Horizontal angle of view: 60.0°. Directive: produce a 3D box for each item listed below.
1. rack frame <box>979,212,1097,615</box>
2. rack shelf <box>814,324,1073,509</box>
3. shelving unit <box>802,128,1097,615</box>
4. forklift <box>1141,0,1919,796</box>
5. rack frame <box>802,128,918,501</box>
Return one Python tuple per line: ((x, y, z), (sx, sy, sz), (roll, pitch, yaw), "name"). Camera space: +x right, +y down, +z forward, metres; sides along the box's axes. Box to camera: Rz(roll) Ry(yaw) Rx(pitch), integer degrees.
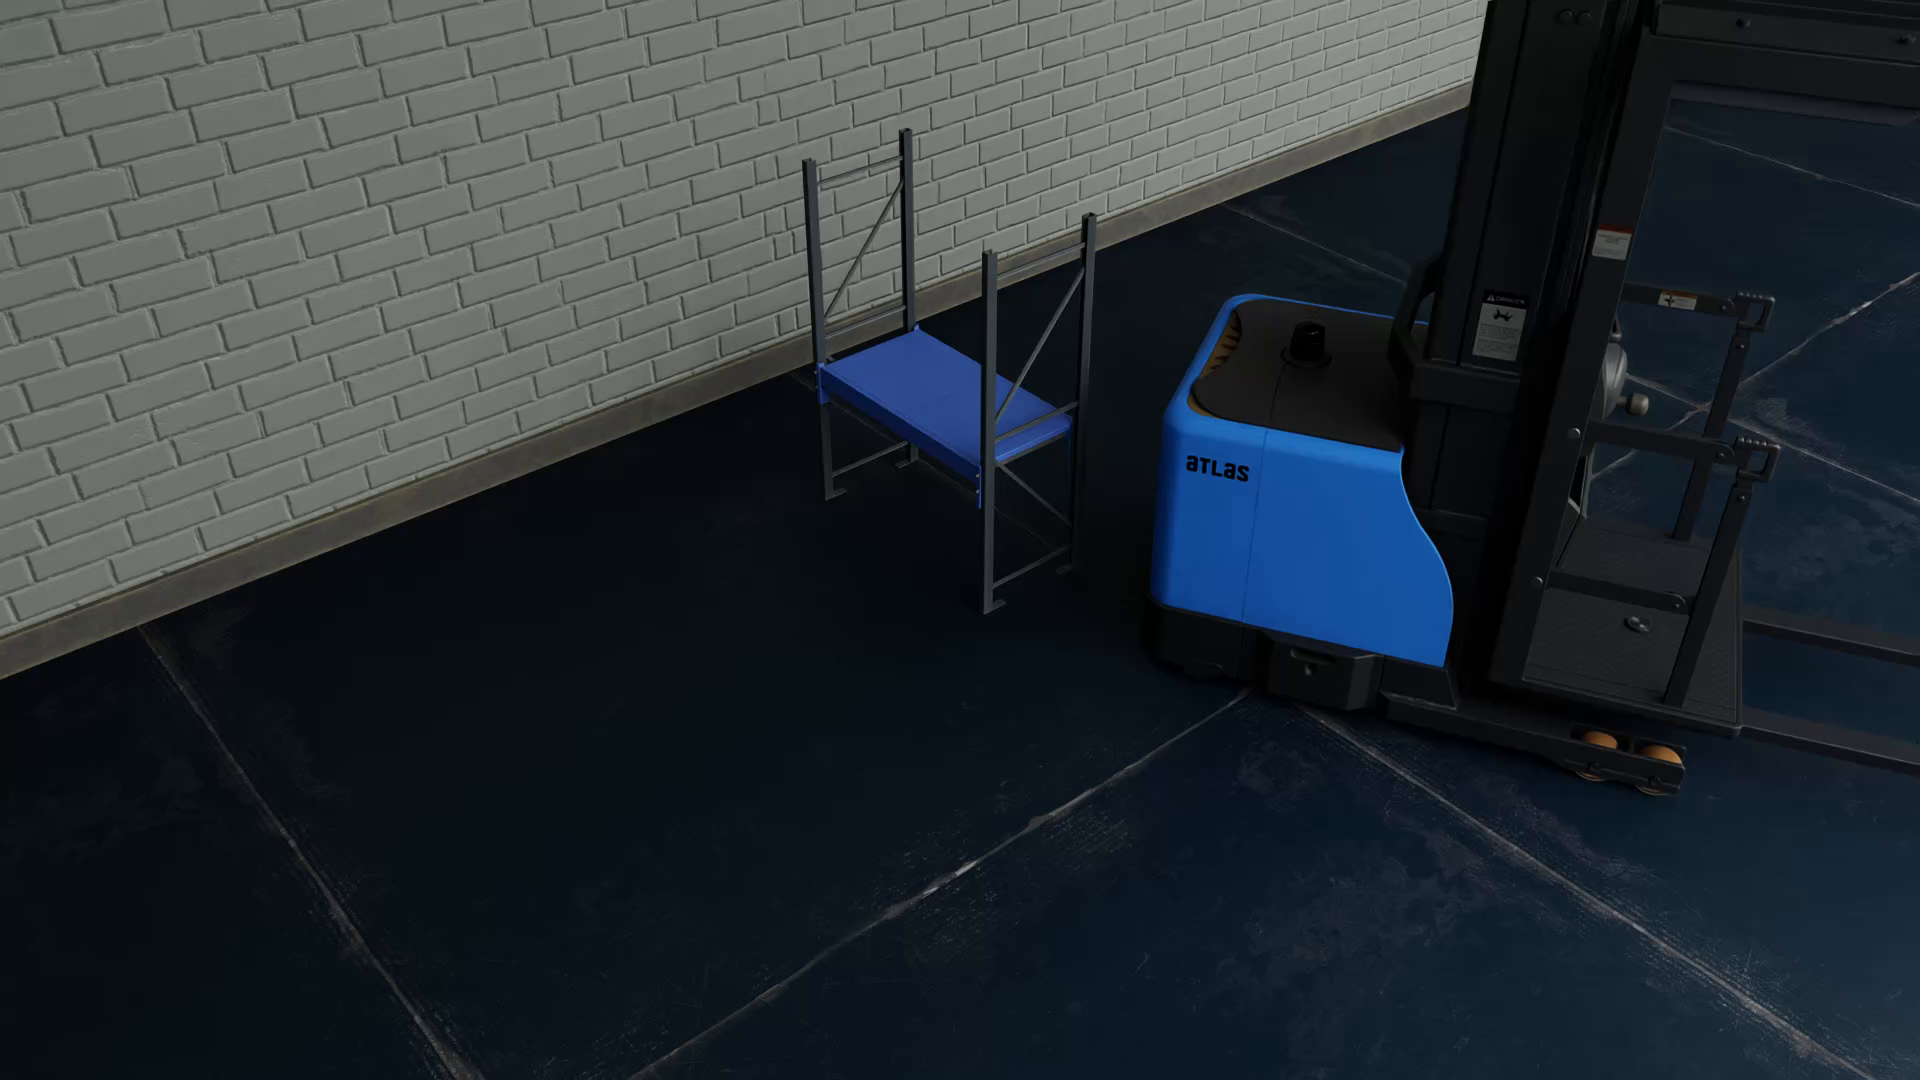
((0.273, -0.425, 6.053), (0.500, 1.500, 0.032), (-26, 43, -32), "rack frame")
((-0.055, -0.503, 6.474), (0.538, 0.185, 1.000), (-26, 43, -32), "rack shelf")
((-0.055, -0.650, 6.370), (0.538, 1.500, 1.048), (-26, 43, -32), "shelving unit")
((2.234, -0.693, 5.193), (3.031, 2.935, 1.130), (12, 37, 17), "forklift")
((-0.383, -0.874, 6.687), (0.500, 1.500, 0.032), (-26, 43, -32), "rack frame")
